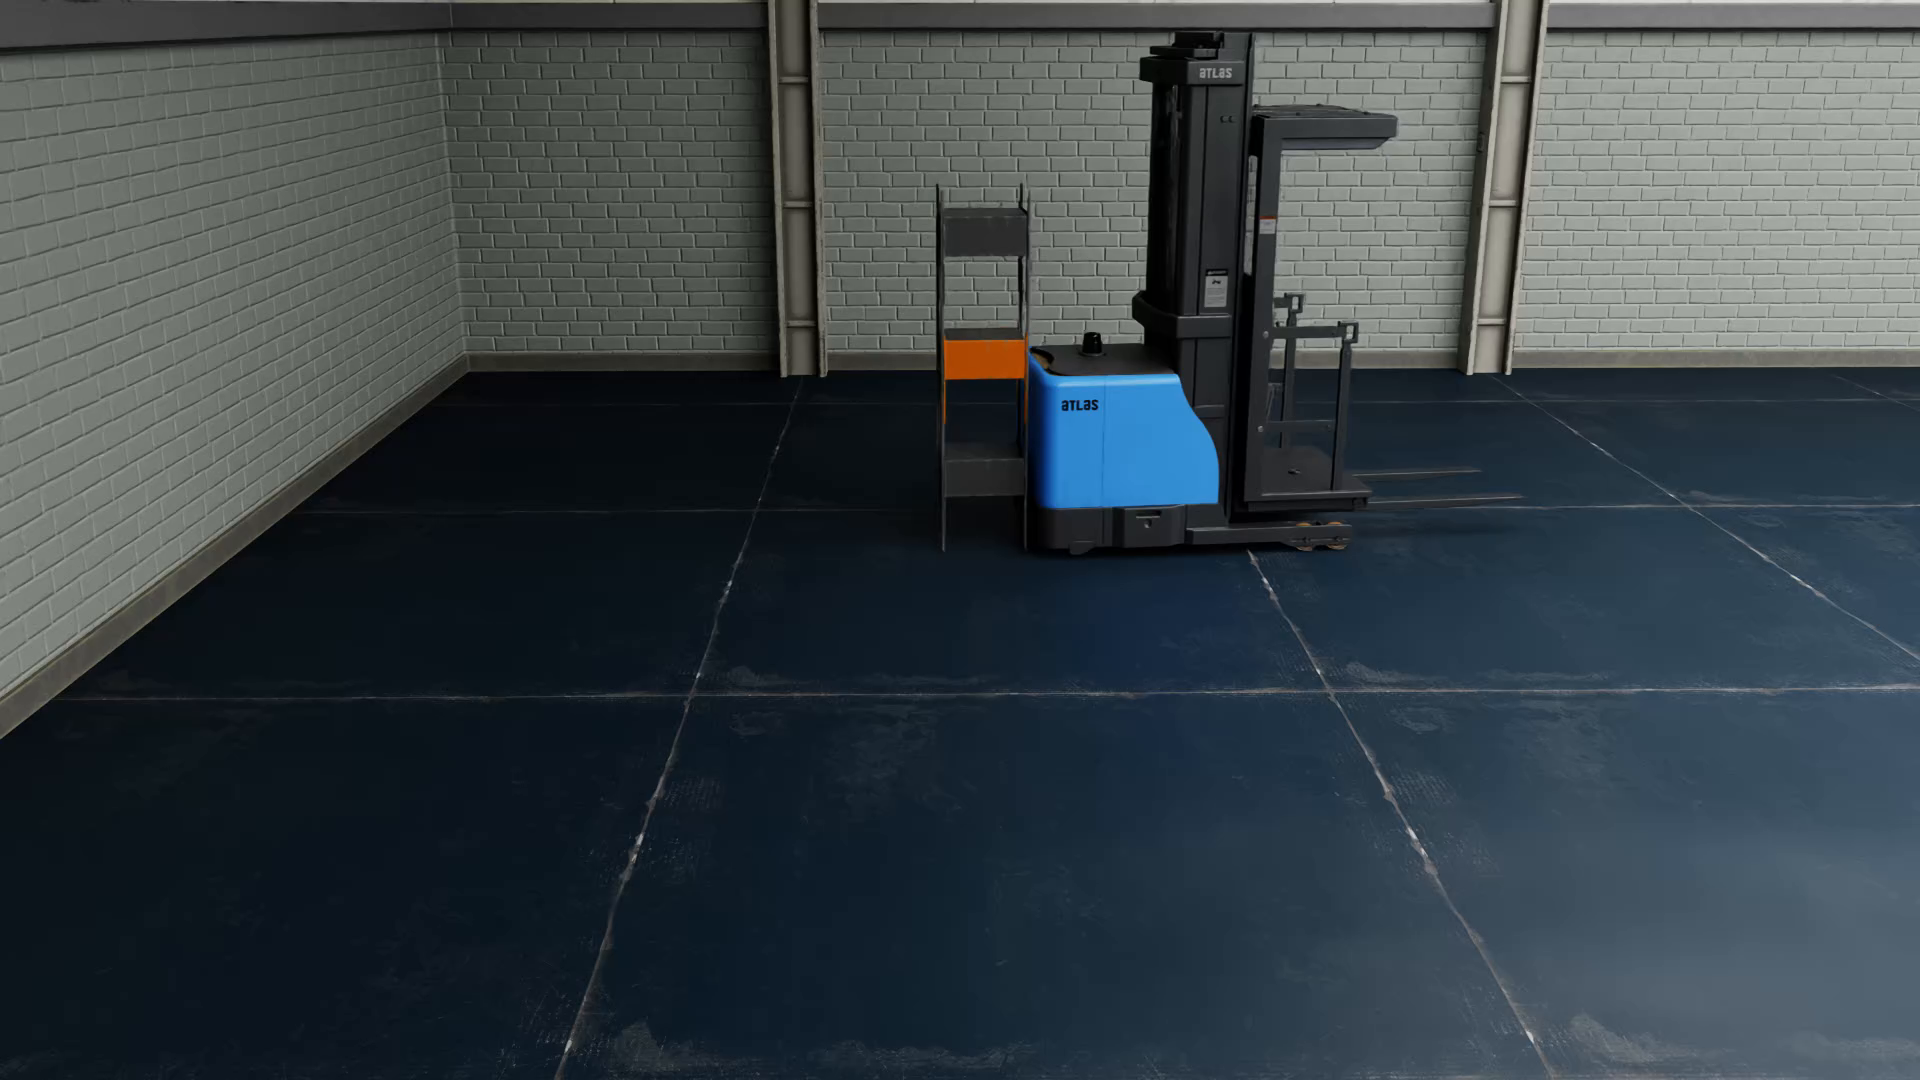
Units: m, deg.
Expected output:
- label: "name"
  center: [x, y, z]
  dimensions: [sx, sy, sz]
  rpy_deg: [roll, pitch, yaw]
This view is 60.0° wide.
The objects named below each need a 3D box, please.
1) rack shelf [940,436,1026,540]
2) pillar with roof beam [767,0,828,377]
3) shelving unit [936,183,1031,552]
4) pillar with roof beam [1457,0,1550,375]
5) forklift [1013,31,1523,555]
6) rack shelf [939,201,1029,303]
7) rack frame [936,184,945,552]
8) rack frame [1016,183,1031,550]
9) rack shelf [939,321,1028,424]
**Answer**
- label: "rack shelf"
  center: [0.128, -0.316, 9.931]
  dimensions: [0.480, 0.518, 0.431]
  rpy_deg: [-2, 18, -5]
- label: "pillar with roof beam"
  center: [-1.302, -4.436, 9.144]
  dimensions: [0.400, 9.000, 9.100]
  rpy_deg: [0, 18, -1]
- label: "shelving unit"
  center: [0.128, -0.996, 9.713]
  dimensions: [0.503, 2.100, 0.431]
  rpy_deg: [-2, 18, -5]
- label: "pillar with roof beam"
  center: [4.697, -4.465, 9.234]
  dimensions: [0.400, 9.000, 9.100]
  rpy_deg: [0, 18, -1]
- label: "forklift"
  center: [1.890, -1.488, 9.887]
  dimensions: [3.031, 2.935, 1.130]
  rpy_deg: [-2, 18, -7]
- label: "rack shelf"
  center: [0.128, -1.649, 9.504]
  dimensions: [0.480, 0.518, 0.431]
  rpy_deg: [-2, 18, -5]
- label: "rack frame"
  center: [-0.115, -0.989, 9.693]
  dimensions: [0.015, 2.100, 0.400]
  rpy_deg: [-2, 18, -5]
- label: "rack frame"
  center: [0.371, -1.002, 9.733]
  dimensions: [0.015, 2.100, 0.400]
  rpy_deg: [-2, 18, -5]
- label: "rack shelf"
  center: [0.128, -0.983, 9.718]
  dimensions: [0.480, 0.518, 0.431]
  rpy_deg: [-2, 18, -5]
